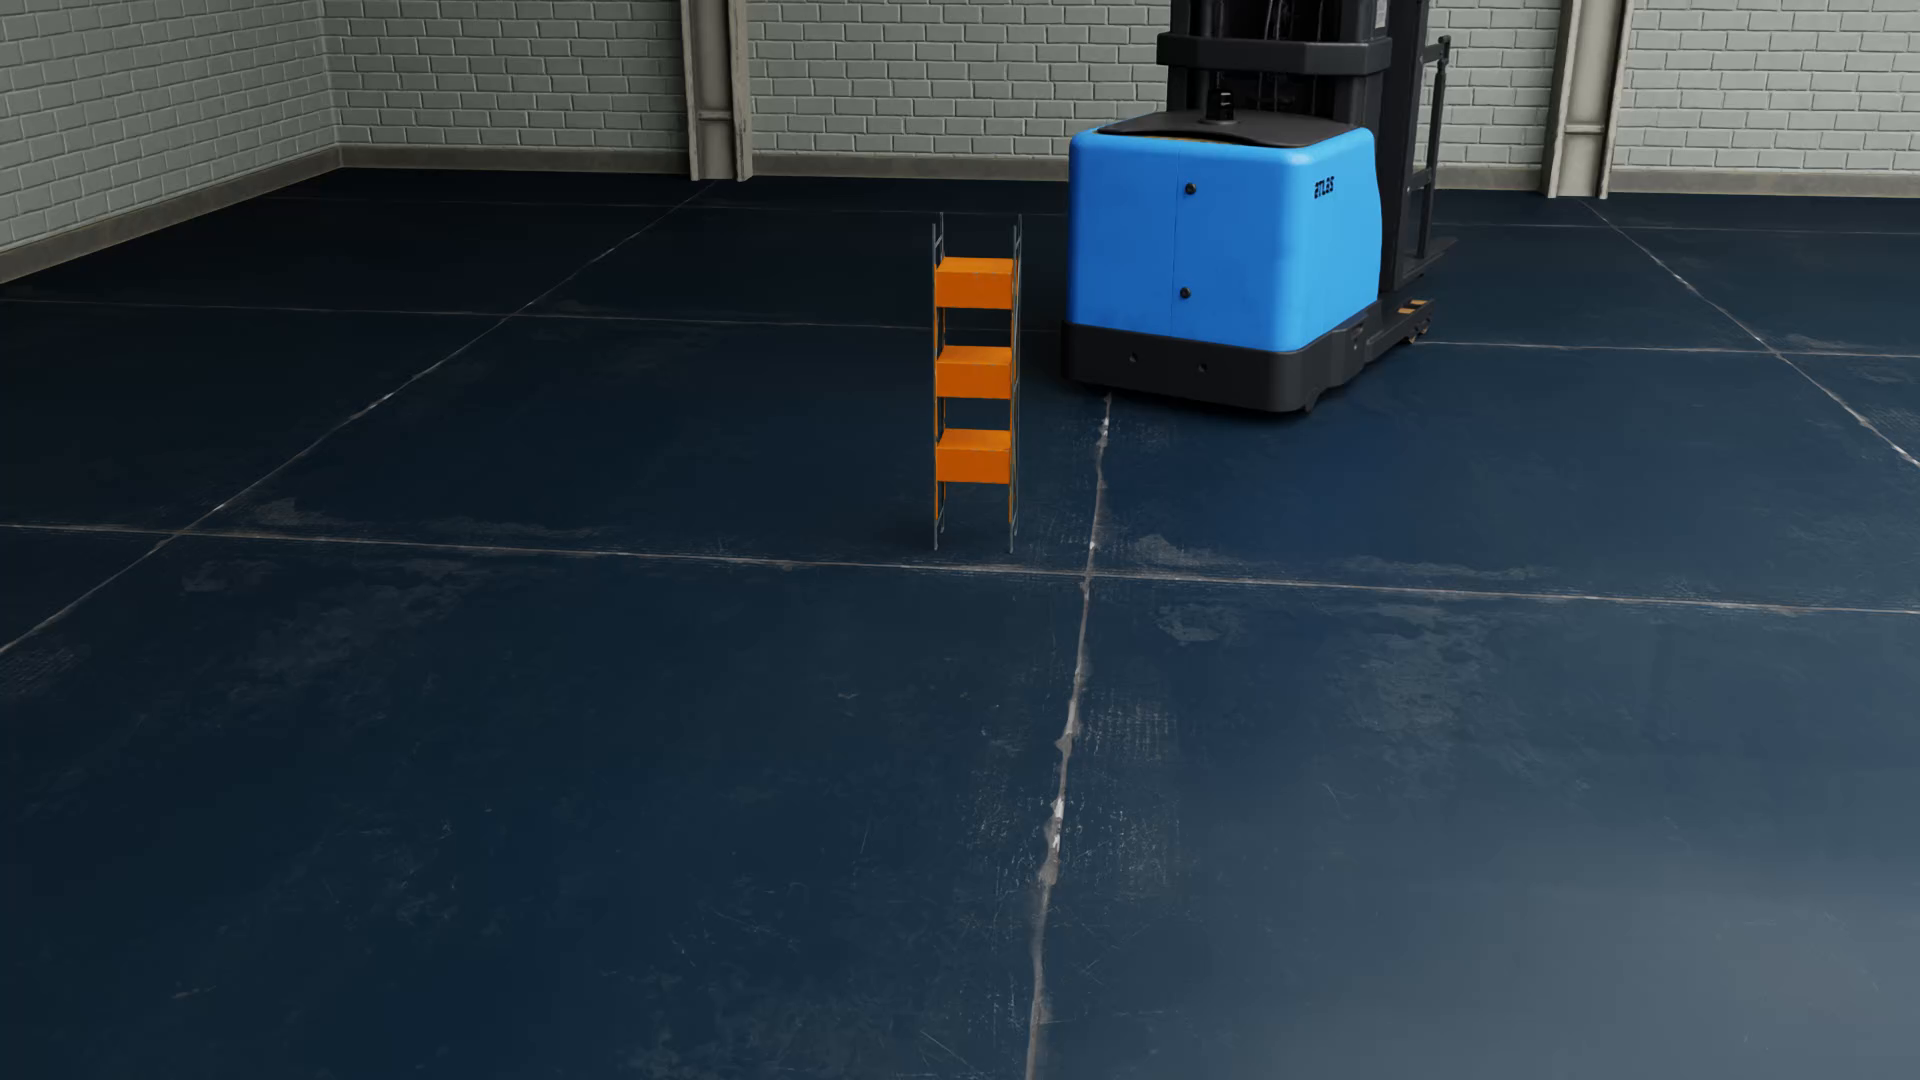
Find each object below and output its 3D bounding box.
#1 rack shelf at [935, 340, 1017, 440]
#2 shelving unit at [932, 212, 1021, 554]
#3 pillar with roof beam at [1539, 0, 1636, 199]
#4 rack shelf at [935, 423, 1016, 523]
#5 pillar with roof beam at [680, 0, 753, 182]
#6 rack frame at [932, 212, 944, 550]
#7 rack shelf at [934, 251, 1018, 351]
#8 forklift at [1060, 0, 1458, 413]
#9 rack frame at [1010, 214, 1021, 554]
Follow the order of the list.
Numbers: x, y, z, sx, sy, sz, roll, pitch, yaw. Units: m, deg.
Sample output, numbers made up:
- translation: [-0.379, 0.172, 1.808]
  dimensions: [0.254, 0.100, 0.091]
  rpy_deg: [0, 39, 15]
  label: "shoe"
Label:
- translation: [0.053, -0.476, 5.245]
  dimensions: [0.240, 0.259, 0.215]
  rpy_deg: [2, 22, 6]
  label: "rack shelf"
- translation: [0.053, -0.486, 5.241]
  dimensions: [0.252, 1.050, 0.215]
  rpy_deg: [2, 22, 6]
  label: "shelving unit"
- translation: [3.718, -4.998, 5.842]
  dimensions: [0.400, 9.000, 9.100]
  rpy_deg: [2, 22, 6]
  label: "pillar with roof beam"
- translation: [0.053, -0.218, 5.347]
  dimensions: [0.240, 0.259, 0.215]
  rpy_deg: [2, 22, 6]
  label: "rack shelf"
- translation: [-2.240, -5.257, 6.498]
  dimensions: [0.400, 9.000, 9.100]
  rpy_deg: [2, 22, 6]
  label: "pillar with roof beam"
- translation: [-0.068, -0.491, 5.254]
  dimensions: [0.008, 1.050, 0.200]
  rpy_deg: [2, 22, 6]
  label: "rack frame"
- translation: [0.053, -0.740, 5.141]
  dimensions: [0.240, 0.259, 0.215]
  rpy_deg: [2, 22, 6]
  label: "rack shelf"
- translation: [1.608, -2.358, 7.417]
  dimensions: [1.130, 2.935, 3.031]
  rpy_deg: [12, 25, 28]
  label: "forklift"
- translation: [0.174, -0.481, 5.228]
  dimensions: [0.008, 1.050, 0.200]
  rpy_deg: [2, 22, 6]
  label: "rack frame"
